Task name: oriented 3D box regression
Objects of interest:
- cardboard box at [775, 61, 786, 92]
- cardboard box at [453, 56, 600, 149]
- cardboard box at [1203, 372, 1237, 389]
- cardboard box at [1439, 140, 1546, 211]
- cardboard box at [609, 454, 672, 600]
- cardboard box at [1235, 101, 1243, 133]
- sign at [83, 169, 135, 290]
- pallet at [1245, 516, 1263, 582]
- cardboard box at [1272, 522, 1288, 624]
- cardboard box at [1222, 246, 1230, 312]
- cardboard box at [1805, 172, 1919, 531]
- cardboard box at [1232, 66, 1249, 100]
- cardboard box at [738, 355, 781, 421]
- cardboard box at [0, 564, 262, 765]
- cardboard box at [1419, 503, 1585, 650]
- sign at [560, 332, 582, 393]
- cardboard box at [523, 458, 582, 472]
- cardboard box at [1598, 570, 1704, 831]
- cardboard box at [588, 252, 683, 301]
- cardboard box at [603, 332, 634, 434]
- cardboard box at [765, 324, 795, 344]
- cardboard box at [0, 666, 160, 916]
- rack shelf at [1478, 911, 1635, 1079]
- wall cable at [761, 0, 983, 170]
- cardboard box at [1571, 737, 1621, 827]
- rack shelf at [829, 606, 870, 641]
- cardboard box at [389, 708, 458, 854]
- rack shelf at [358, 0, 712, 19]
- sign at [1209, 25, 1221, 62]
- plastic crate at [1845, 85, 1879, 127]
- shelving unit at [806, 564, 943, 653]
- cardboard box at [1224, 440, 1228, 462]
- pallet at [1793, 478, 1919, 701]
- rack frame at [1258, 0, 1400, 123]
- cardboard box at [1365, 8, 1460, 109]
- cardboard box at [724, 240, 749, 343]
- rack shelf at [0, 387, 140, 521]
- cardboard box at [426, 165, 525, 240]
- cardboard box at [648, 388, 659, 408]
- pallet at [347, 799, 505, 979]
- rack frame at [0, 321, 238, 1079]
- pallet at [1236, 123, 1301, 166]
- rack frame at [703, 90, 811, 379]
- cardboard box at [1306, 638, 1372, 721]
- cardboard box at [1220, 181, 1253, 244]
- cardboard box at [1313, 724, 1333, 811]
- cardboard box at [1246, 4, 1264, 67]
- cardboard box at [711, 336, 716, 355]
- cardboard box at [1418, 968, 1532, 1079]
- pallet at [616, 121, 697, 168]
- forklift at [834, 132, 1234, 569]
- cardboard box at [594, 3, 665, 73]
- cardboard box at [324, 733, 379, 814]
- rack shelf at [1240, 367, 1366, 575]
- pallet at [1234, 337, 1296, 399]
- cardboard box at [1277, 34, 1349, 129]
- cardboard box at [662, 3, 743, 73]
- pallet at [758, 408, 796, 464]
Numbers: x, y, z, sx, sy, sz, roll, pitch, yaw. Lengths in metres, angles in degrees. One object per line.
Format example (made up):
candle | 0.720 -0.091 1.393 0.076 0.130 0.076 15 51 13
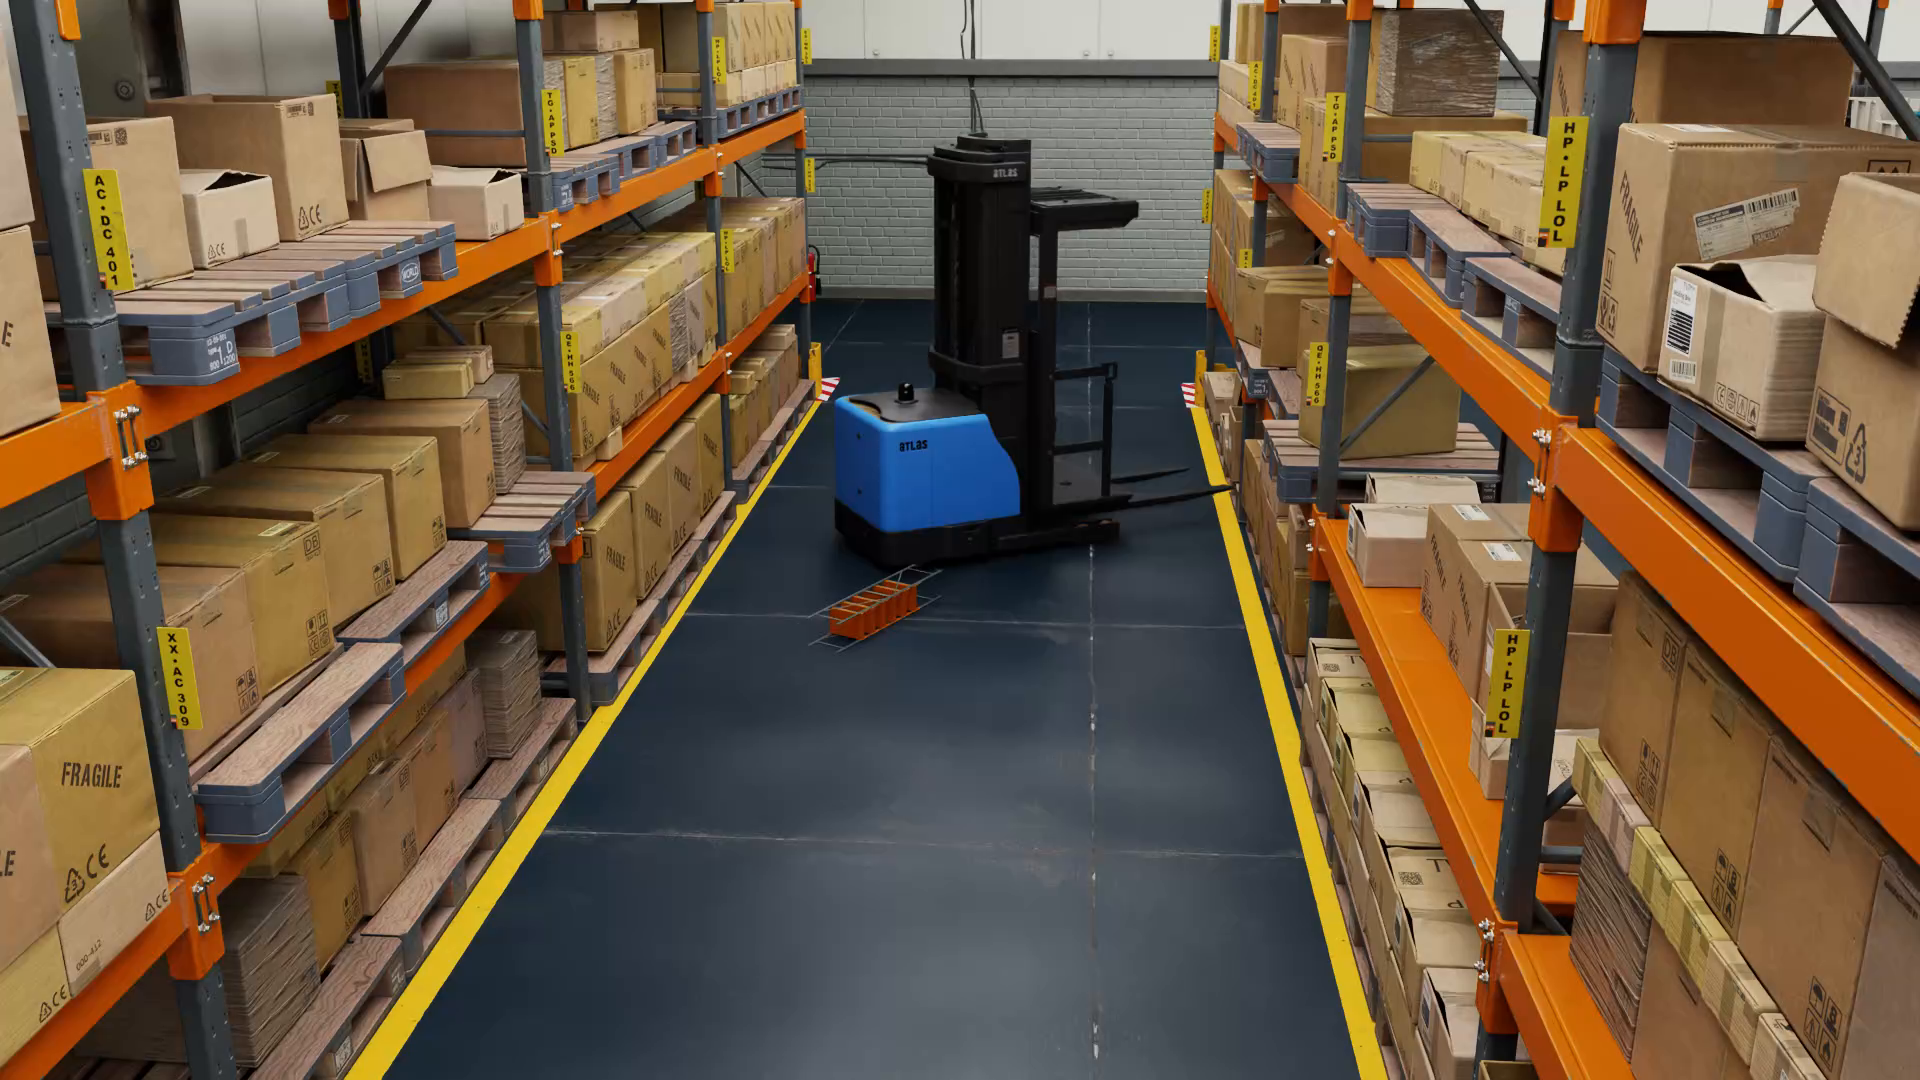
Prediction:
cardboard box | -1.832 -4.118 14.761 0.500 0.250 0.500 1 18 2
cardboard box | -2.566 -2.598 9.850 0.700 0.500 0.500 2 18 7
cardboard box | 2.560 -1.534 16.159 0.380 0.149 0.250 1 18 4
cardboard box | 2.363 -1.566 7.134 0.500 0.250 0.500 2 18 5
cardboard box | -2.329 -0.102 10.696 0.750 0.750 0.750 1 18 4
cardboard box | 2.489 -3.381 13.349 0.500 0.250 0.500 1 18 4
sign | -2.327 -0.846 4.540 0.100 0.325 0.005 1 18 4
pallet | 2.626 0.019 12.027 1.003 0.211 1.213 1 18 4
cardboard box | 2.230 0.205 10.288 0.500 0.500 0.500 1 18 2
cardboard box | 2.530 -2.246 14.301 0.500 0.500 0.500 2 18 5
cardboard box | 1.829 -0.307 2.661 0.797 0.503 0.637 3 18 10
cardboard box | 2.524 -3.774 13.745 0.500 0.250 0.500 1 18 4
cardboard box | -2.030 -1.392 15.194 0.700 0.500 0.500 1 18 2
cardboard box | -2.798 0.402 5.513 0.700 0.500 0.500 1 18 4
cardboard box | 2.255 0.157 6.968 0.500 0.500 0.500 0 18 1
sign | -2.040 -0.930 8.713 0.100 0.325 0.005 1 18 4
cardboard box | -2.327 -0.414 9.241 0.380 0.149 0.250 1 18 3
cardboard box | 2.047 0.399 4.145 0.700 0.500 0.500 1 18 4
cardboard box | -2.156 -1.756 11.091 0.500 0.250 0.500 2 18 5
cardboard box | -2.245 -0.933 9.782 0.500 0.500 0.500 2 18 6
cardboard box | -1.786 -1.968 15.910 0.380 0.149 0.250 1 18 3
cardboard box | -2.594 0.675 4.552 0.500 0.500 0.500 1 18 4
rack shelf | 1.929 1.888 3.000 1.077 0.370 4.000 1 18 4
wall cable | -1.246 -6.035 21.377 3.097 2.526 0.112 1 18 4
cardboard box | 1.860 0.648 4.425 0.380 0.149 0.250 1 18 4
rack shelf | -0.704 0.516 10.536 0.258 0.180 0.103 11 21 30
cardboard box | -2.742 1.089 7.590 0.700 0.500 0.500 1 18 4
rack shelf | -2.438 -3.367 10.044 1.077 0.370 4.000 1 18 4
sign | 2.392 -4.655 15.591 0.100 0.325 0.005 1 18 4
plastic crate | 7.490 -3.618 13.930 0.504 0.338 0.767 1 18 4
shelving unit | -0.537 0.433 10.791 0.258 0.189 1.200 11 21 30
cardboard box | 2.371 -0.715 13.660 0.380 0.149 0.250 1 18 4
pallet | 1.947 0.185 2.367 1.003 0.211 1.213 1 18 4
rack frame | 2.646 -4.411 11.432 1.000 3.000 0.127 1 18 4
cardboard box | 2.434 -2.559 8.833 0.500 0.500 0.500 1 18 4
cardboard box | -2.240 -1.980 13.166 0.980 0.700 0.700 2 18 5
rack shelf | -3.012 0.353 2.866 1.077 0.370 4.000 1 18 4
cardboard box | -2.364 -1.590 7.751 0.500 0.311 0.500 1 18 4
cardboard box | -2.202 -0.972 10.944 0.380 0.149 0.250 2 18 6
pallet | -2.729 1.519 7.449 1.003 0.211 1.213 1 18 4
rack frame | -2.869 0.815 5.117 1.000 3.000 0.127 1 18 4
pallet | 2.529 -2.695 11.315 1.213 0.211 1.003 1 18 4
rack frame | -2.008 -2.912 16.491 1.000 3.000 0.127 1 18 4
cardboard box | 2.029 0.679 8.374 0.500 0.311 0.500 2 18 6
cardboard box | 2.567 -2.875 14.614 0.500 0.500 0.500 2 18 5
cardboard box | 1.994 1.102 7.984 0.500 0.250 0.500 1 18 2
cardboard box | 2.734 -4.126 13.614 0.700 0.500 0.500 1 18 4
cardboard box | -2.037 -1.448 12.396 0.380 0.149 0.250 1 18 4
cardboard box | 1.816 1.633 5.462 0.500 0.311 0.500 1 18 4
pallet | -2.312 -2.718 11.390 0.805 0.209 1.217 1 18 2
forklift | 0.625 -1.484 12.245 3.031 2.935 1.130 -8 20 -24
cardboard box | -2.478 -3.849 12.736 0.500 0.500 0.500 1 18 3
cardboard box | -2.771 0.910 6.931 0.500 0.250 0.500 1 18 2
rack shelf | 2.503 -0.597 10.582 1.077 0.370 4.000 1 18 4
pallet | 2.480 -1.223 11.646 1.003 0.211 1.213 1 18 4
cardboard box | 2.537 -3.125 11.330 0.600 0.600 0.600 0 18 -1
cardboard box | -1.964 -3.842 12.715 0.500 0.500 0.500 1 18 3
pallet | -2.078 -0.958 15.009 1.003 0.211 1.213 1 18 4
